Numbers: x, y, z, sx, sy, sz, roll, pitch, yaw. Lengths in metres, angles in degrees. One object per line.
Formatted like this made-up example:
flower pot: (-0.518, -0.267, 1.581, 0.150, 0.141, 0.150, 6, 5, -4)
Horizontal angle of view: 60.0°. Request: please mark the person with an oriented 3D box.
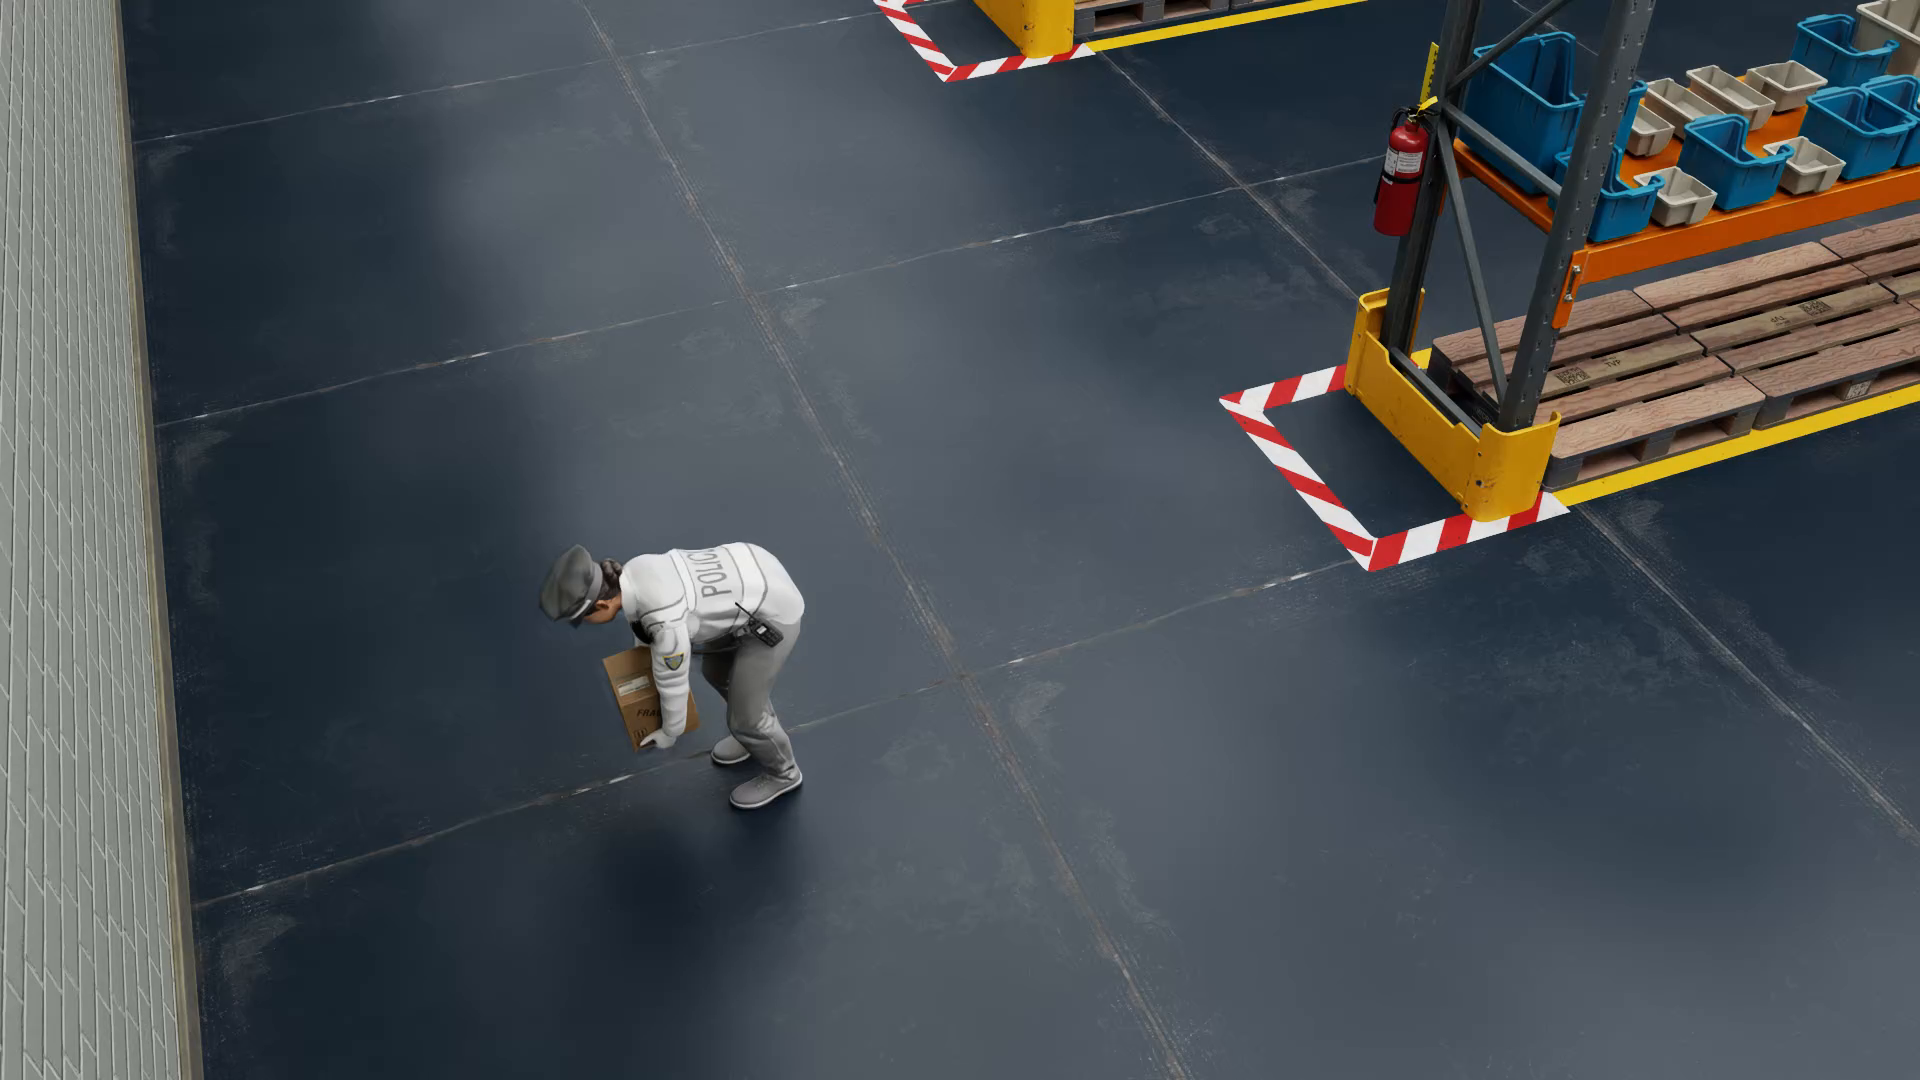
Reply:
person: (-0.978, 0.467, 5.913, 0.886, 1.307, 0.411, -17, 45, -18)
